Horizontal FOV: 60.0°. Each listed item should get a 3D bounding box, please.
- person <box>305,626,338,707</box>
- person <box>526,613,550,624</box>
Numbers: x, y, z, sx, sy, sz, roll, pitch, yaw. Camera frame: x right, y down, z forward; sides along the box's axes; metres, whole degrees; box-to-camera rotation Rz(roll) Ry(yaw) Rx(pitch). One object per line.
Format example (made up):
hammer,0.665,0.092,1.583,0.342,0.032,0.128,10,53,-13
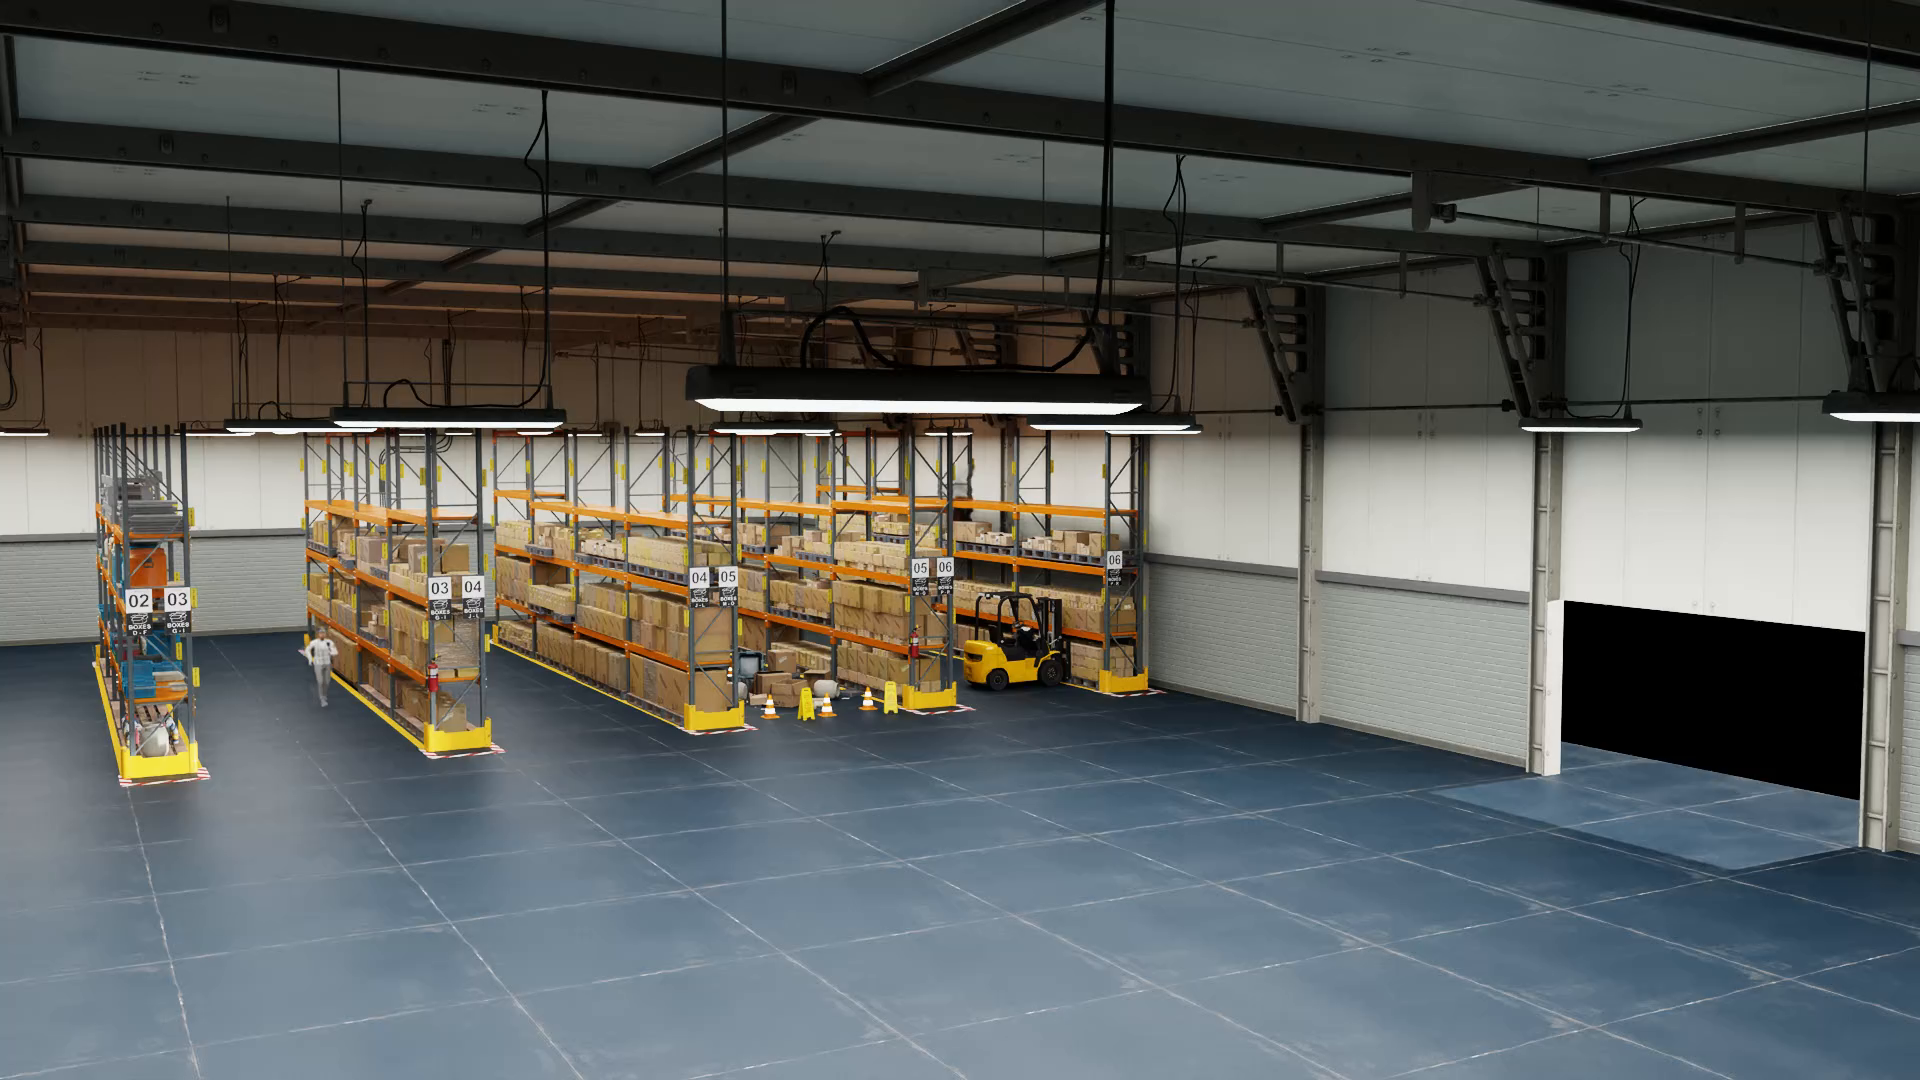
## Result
person,-13.709,2.691,35.766,0.611,1.676,0.940,-2,4,-33
person,-12.408,1.905,48.442,0.889,1.789,0.742,1,4,20
